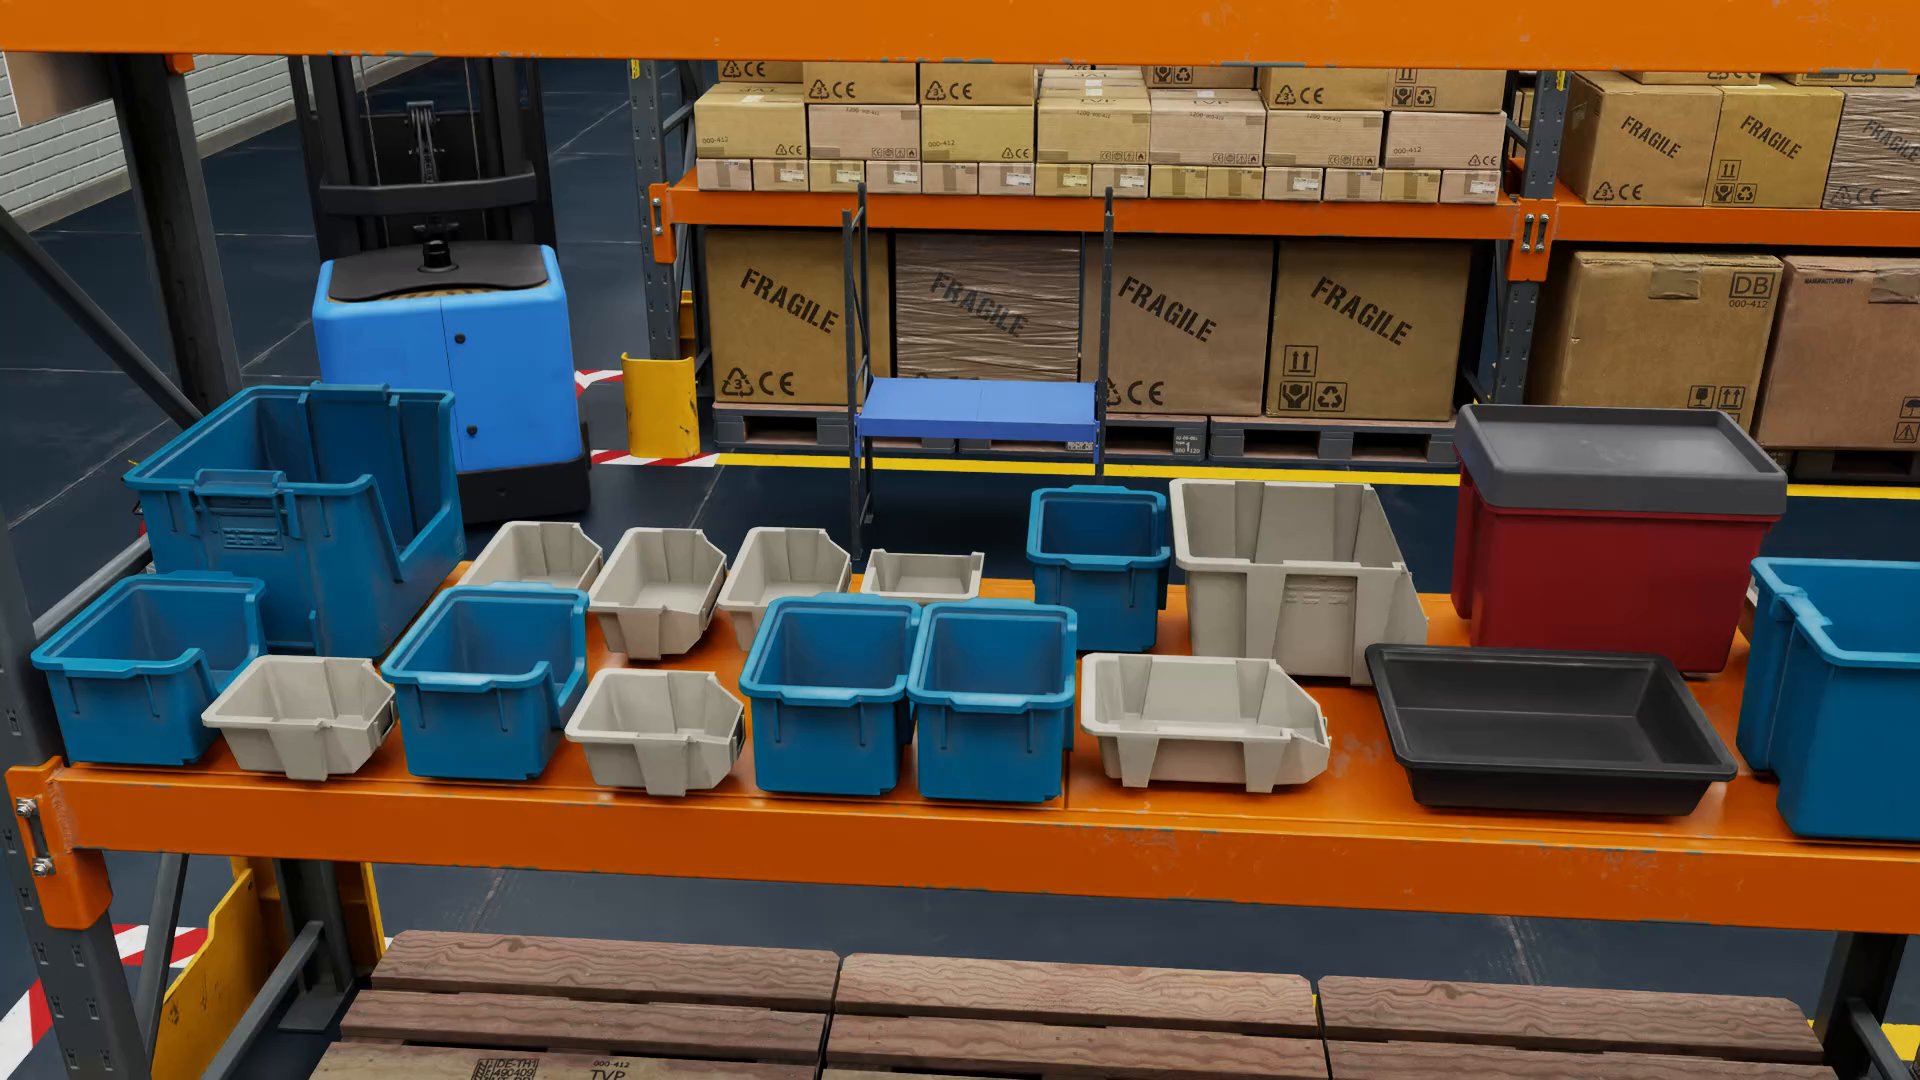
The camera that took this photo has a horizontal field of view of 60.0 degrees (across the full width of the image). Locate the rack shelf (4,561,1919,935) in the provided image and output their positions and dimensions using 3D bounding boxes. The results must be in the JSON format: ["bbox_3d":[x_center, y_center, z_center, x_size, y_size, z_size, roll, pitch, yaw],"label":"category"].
[{"bbox_3d":[0.226,0.451,3.542,4.000,0.370,1.077,2,25,4],"label":"rack shelf"}]

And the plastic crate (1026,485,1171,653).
[{"bbox_3d":[0.299,0.068,3.642,0.300,0.233,0.416,2,25,4],"label":"plastic crate"}]

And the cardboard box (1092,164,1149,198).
[{"bbox_3d":[0.735,-1.685,7.623,0.250,0.149,0.380,2,25,5],"label":"cardboard box"}]

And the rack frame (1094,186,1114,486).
[{"bbox_3d":[0.592,-0.662,6.895,0.032,1.500,0.500,2,25,4],"label":"rack frame"}]

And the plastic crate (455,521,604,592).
[{"bbox_3d":[-0.941,0.104,3.680,0.243,0.136,0.396,2,25,4],"label":"plastic crate"}]

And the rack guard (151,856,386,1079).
[{"bbox_3d":[-1.793,1.201,4.043,0.348,0.500,1.175,2,25,4],"label":"rack guard"}]

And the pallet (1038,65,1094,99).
[{"bbox_3d":[1.386,-4.834,17.504,1.213,0.211,1.003,2,25,4],"label":"pallet"}]

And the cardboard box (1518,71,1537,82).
[{"bbox_3d":[4.353,-3.395,12.631,0.500,0.250,0.500,3,25,6],"label":"cardboard box"}]

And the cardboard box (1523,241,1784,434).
[{"bbox_3d":[3.239,-1.089,8.068,0.875,0.875,1.225,2,25,4],"label":"cardboard box"}]

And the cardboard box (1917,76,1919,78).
[{"bbox_3d":[4.600,-1.970,7.822,0.500,0.500,0.500,2,25,4],"label":"cardboard box"}]

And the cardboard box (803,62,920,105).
[{"bbox_3d":[-0.432,-2.268,7.516,0.500,0.500,0.500,1,25,3],"label":"cardboard box"}]

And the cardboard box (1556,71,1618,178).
[{"bbox_3d":[3.087,-2.020,7.932,0.500,0.500,0.500,2,25,4],"label":"cardboard box"}]

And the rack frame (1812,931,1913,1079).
[{"bbox_3d":[2.220,0.188,3.252,0.127,3.000,1.000,2,25,4],"label":"rack frame"}]

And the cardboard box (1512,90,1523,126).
[{"bbox_3d":[3.796,-3.202,12.211,0.500,0.250,0.500,1,25,2],"label":"cardboard box"}]

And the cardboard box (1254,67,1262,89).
[{"bbox_3d":[1.651,-2.424,7.857,0.500,0.500,0.500,2,25,4],"label":"cardboard box"}]

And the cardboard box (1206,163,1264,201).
[{"bbox_3d":[1.244,-1.668,7.587,0.250,0.149,0.380,2,25,5],"label":"cardboard box"}]

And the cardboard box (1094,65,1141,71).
[{"bbox_3d":[1.848,-5.126,17.365,0.875,0.438,0.875,1,25,2],"label":"cardboard box"}]

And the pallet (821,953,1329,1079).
[{"bbox_3d":[0.264,1.410,3.933,1.213,0.211,1.003,2,25,4],"label":"pallet"}]

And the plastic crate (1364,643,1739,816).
[{"bbox_3d":[1.084,0.362,3.132,0.590,0.125,0.437,2,25,4],"label":"plastic crate"}]

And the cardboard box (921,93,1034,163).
[{"bbox_3d":[0.089,-1.912,7.639,0.500,0.250,0.500,1,25,2],"label":"cardboard box"}]

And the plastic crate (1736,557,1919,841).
[{"bbox_3d":[1.729,0.296,2.966,0.575,0.384,0.392,2,25,4],"label":"plastic crate"}]

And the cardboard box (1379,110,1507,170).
[{"bbox_3d":[2.139,-1.848,7.501,0.500,0.250,0.500,1,25,3],"label":"cardboard box"}]

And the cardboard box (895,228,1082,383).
[{"bbox_3d":[0.163,-1.213,8.338,0.875,0.875,0.875,2,25,4],"label":"cardboard box"}]

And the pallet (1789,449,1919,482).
[{"bbox_3d":[4.594,-0.578,8.253,1.213,0.211,1.003,2,25,4],"label":"pallet"}]

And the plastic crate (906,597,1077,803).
[{"bbox_3d":[0.065,0.306,3.125,0.300,0.233,0.416,2,25,4],"label":"plastic crate"}]

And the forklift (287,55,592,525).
[{"bbox_3d":[-2.556,-1.943,7.967,1.130,2.935,3.031,-7,26,-15],"label":"forklift"}]

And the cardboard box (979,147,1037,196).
[{"bbox_3d":[0.222,-1.701,7.658,0.250,0.149,0.380,2,25,3],"label":"cardboard box"}]

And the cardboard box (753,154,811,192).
[{"bbox_3d":[-0.804,-1.733,7.729,0.250,0.149,0.380,1,25,3],"label":"cardboard box"}]

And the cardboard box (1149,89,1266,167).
[{"bbox_3d":[1.114,-1.879,7.570,0.500,0.250,0.500,2,25,5],"label":"cardboard box"}]

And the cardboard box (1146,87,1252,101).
[{"bbox_3d":[1.139,-2.099,8.047,0.500,0.250,0.500,2,25,5],"label":"cardboard box"}]

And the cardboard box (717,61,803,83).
[{"bbox_3d":[-0.883,-2.505,8.033,0.500,0.500,0.500,2,25,5],"label":"cardboard box"}]

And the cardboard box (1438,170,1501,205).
[{"bbox_3d":[2.270,-1.635,7.515,0.250,0.149,0.380,2,25,4],"label":"cardboard box"}]

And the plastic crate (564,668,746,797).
[{"bbox_3d":[-0.557,0.365,3.113,0.298,0.136,0.250,2,25,4],"label":"plastic crate"}]

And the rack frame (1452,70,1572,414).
[{"bbox_3d":[2.599,-1.876,7.738,0.127,3.000,1.000,2,25,4],"label":"rack frame"}]

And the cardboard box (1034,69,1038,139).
[{"bbox_3d":[0.128,-2.133,8.121,0.500,0.250,0.500,1,25,2],"label":"cardboard box"}]

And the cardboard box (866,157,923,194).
[{"bbox_3d":[-0.289,-1.717,7.694,0.250,0.149,0.380,1,25,3],"label":"cardboard box"}]

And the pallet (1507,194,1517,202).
[{"bbox_3d":[3.856,-2.649,12.754,1.213,0.211,1.003,2,25,4],"label":"pallet"}]

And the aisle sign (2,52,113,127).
[{"bbox_3d":[-1.817,-1.245,3.257,0.004,0.787,0.394,2,25,4],"label":"aisle sign"}]

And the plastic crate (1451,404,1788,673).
[{"bbox_3d":[1.349,-0.001,3.515,0.583,0.464,0.402,2,25,4],"label":"plastic crate"}]

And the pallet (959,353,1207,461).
[{"bbox_3d":[0.628,-0.704,8.527,1.213,0.211,1.003,2,25,4],"label":"pallet"}]

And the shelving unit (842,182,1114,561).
[{"bbox_3d":[0.085,-0.679,6.931,1.048,1.500,0.538,2,25,4],"label":"shelving unit"}]

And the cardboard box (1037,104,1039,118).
[{"bbox_3d":[0.678,-3.315,13.063,0.250,0.149,0.380,3,25,6],"label":"cardboard box"}]

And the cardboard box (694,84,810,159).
[{"bbox_3d":[-0.931,-1.943,7.708,0.500,0.250,0.500,1,25,3],"label":"cardboard box"}]

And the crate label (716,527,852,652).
[{"bbox_3d":[-0.374,0.118,3.650,0.243,0.136,0.396,2,25,4],"label":"crate label"}]

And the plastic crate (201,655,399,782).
[{"bbox_3d":[-1.233,0.343,3.160,0.298,0.136,0.250,2,25,4],"label":"plastic crate"}]

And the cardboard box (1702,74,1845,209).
[{"bbox_3d":[3.540,-1.787,7.425,0.500,0.500,0.500,2,25,4],"label":"cardboard box"}]

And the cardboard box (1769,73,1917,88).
[{"bbox_3d":[3.920,-2.333,7.413,0.637,0.503,0.797,2,25,5],"label":"cardboard box"}]

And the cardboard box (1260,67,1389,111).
[{"bbox_3d":[1.621,-2.205,7.379,0.500,0.500,0.500,2,25,5],"label":"cardboard box"}]

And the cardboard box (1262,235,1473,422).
[{"bbox_3d":[1.948,-1.156,8.213,0.875,0.875,0.875,2,25,4],"label":"cardboard box"}]

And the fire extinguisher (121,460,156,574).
[{"bbox_3d":[-1.884,0.071,4.046,0.183,0.674,0.296,2,25,4],"label":"fire extinguisher"}]

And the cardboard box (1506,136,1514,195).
[{"bbox_3d":[3.796,-2.861,12.367,0.500,0.500,0.500,3,25,6],"label":"cardboard box"}]

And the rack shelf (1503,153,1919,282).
[{"bbox_3d":[4.594,-1.485,7.750,4.000,0.370,1.077,2,25,4],"label":"rack shelf"}]

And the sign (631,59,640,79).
[{"bbox_3d":[-1.437,-2.202,7.317,0.005,0.325,0.100,2,25,4],"label":"sign"}]

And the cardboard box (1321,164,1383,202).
[{"bbox_3d":[1.758,-1.651,7.551,0.250,0.149,0.380,1,25,3],"label":"cardboard box"}]
